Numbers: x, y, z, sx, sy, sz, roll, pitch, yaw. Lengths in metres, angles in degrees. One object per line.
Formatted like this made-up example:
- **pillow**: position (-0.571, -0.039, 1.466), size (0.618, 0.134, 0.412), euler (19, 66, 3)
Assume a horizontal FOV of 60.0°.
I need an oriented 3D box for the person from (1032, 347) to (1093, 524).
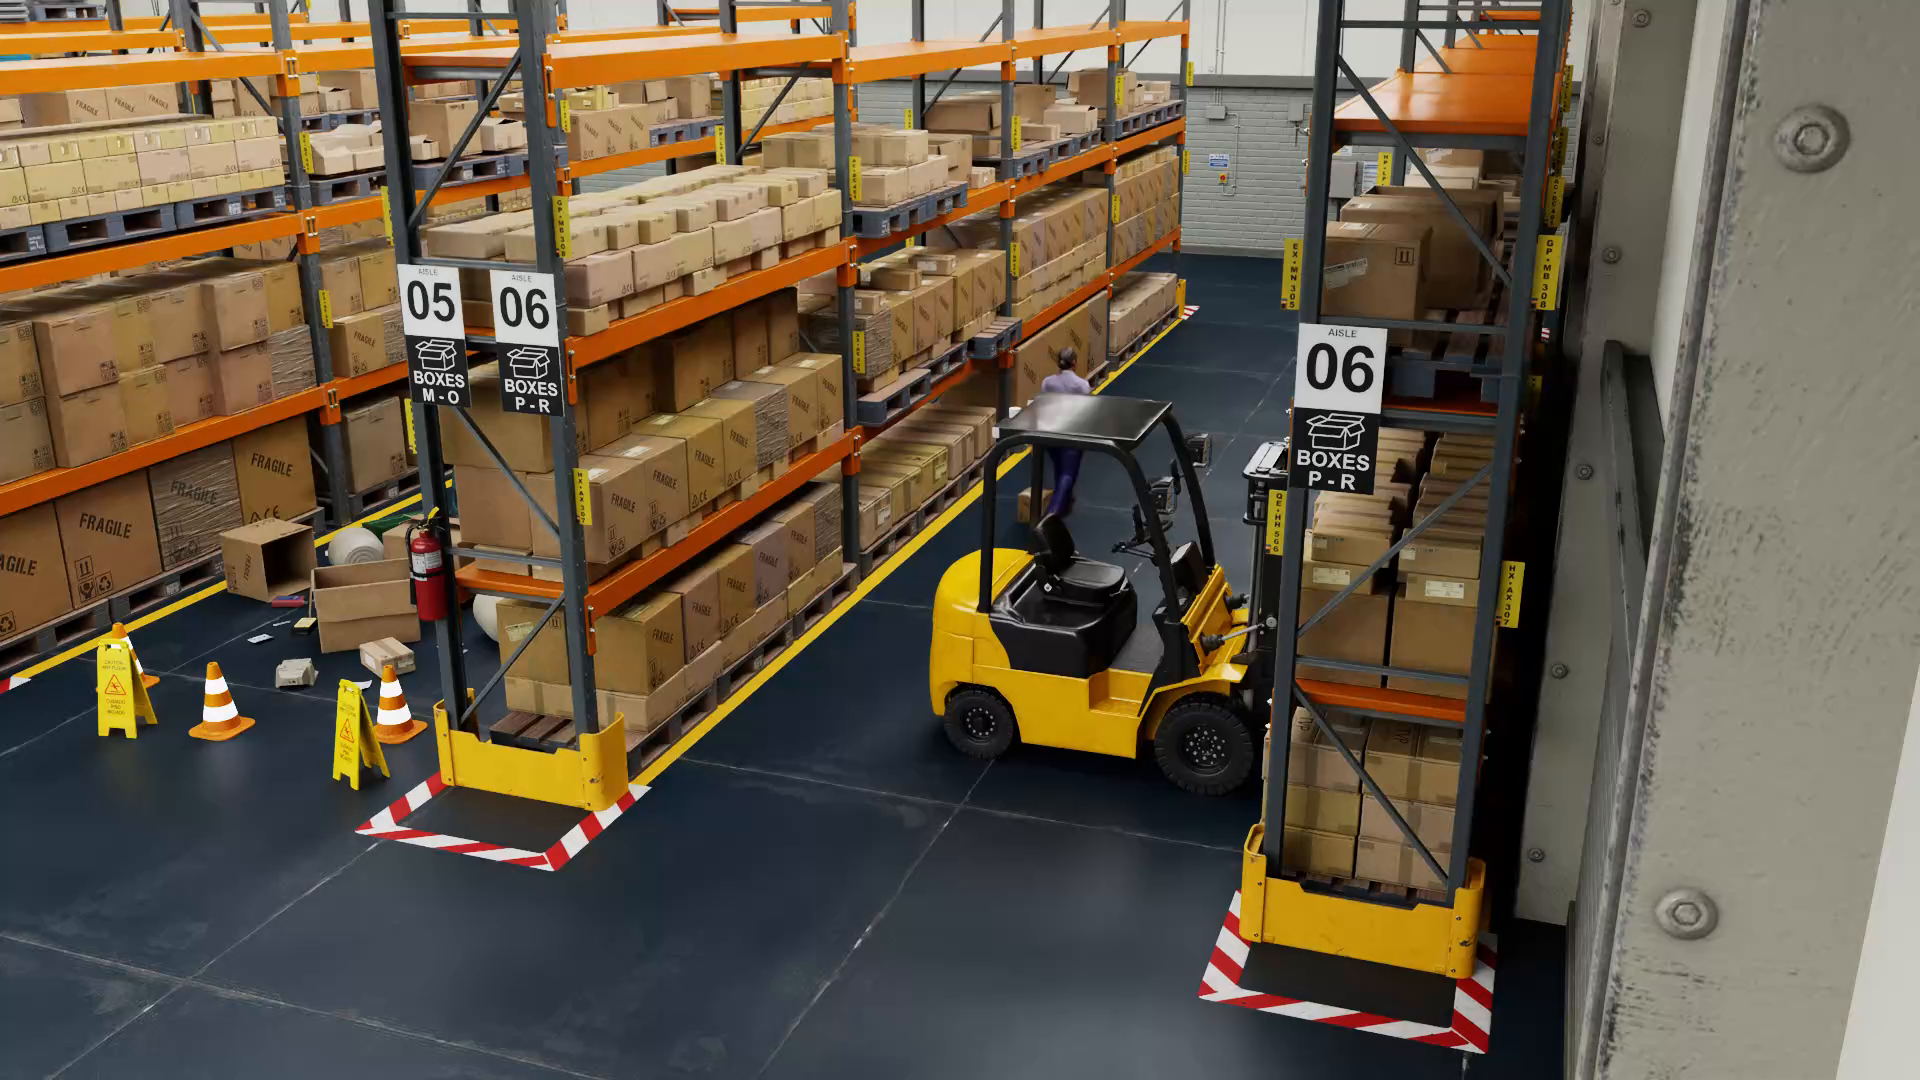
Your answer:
- **person**: position (0.961, -0.940, 14.869), size (0.520, 1.595, 1.036), euler (9, 21, 25)
